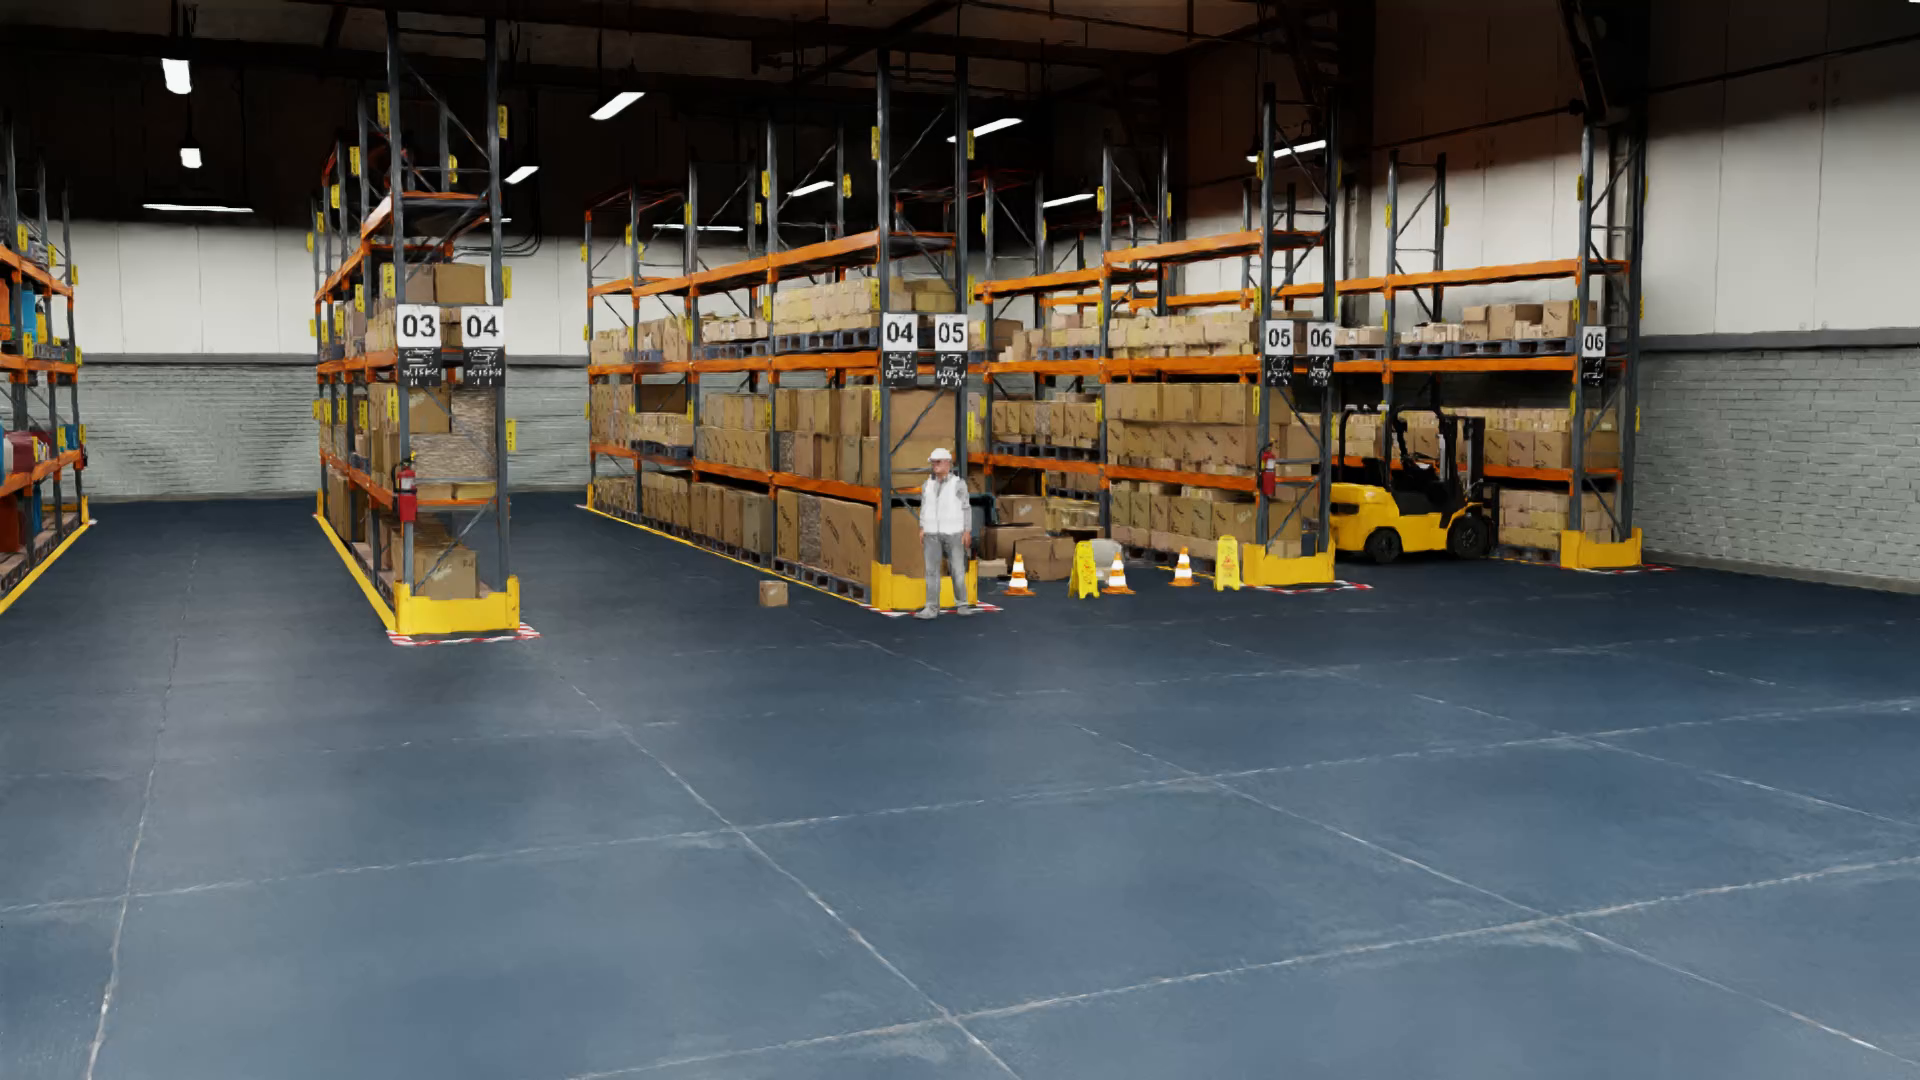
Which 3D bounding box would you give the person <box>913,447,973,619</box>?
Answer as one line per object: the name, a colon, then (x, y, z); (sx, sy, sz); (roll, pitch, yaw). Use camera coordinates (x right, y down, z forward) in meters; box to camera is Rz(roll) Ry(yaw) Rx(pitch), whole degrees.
person: (-0.149, -0.072, 17.318); (0.580, 1.778, 0.477); (2, 6, 18)
